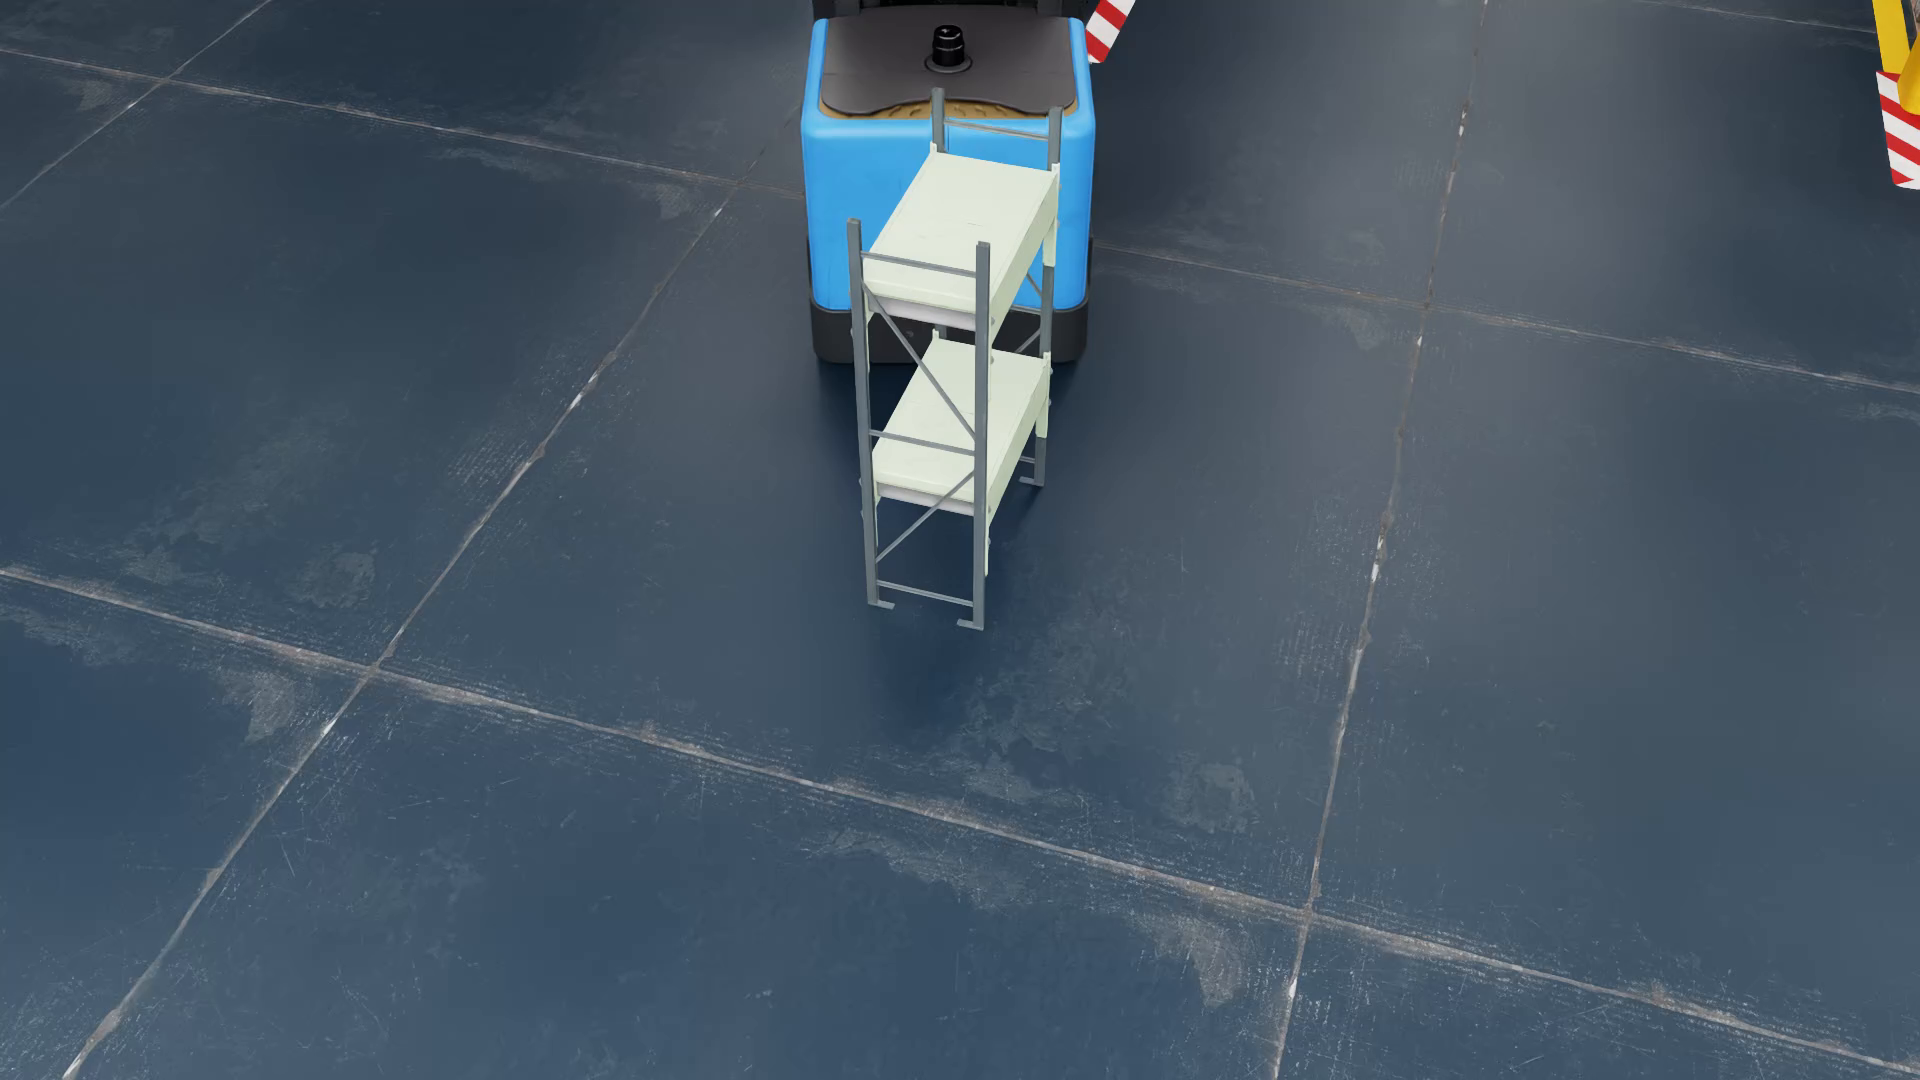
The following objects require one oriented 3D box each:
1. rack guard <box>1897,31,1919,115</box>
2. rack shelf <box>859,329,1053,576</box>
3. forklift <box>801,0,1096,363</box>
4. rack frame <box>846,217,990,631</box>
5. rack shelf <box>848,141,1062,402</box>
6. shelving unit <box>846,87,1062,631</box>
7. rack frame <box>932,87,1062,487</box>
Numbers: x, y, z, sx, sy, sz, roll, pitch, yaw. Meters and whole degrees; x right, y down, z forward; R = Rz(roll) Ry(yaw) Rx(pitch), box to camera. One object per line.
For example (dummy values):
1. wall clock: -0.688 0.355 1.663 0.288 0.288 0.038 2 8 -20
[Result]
1. rack guard: 5.027 -2.175 7.615 1.175 0.500 0.348 13 46 13
2. rack shelf: -0.002 -0.299 5.449 0.431 0.370 0.720 13 46 12
3. forklift: -0.046 -2.730 6.444 1.130 2.935 3.031 0 44 0
4. rack frame: -0.113 -0.288 4.972 0.400 1.500 0.023 13 46 12
5. rack shelf: -0.002 -0.811 4.948 0.431 0.370 0.720 13 46 12
6. shelving unit: -0.002 -0.532 5.221 0.431 1.500 0.755 13 46 12
7. rack frame: 0.109 -0.776 5.470 0.400 1.500 0.023 13 46 12
